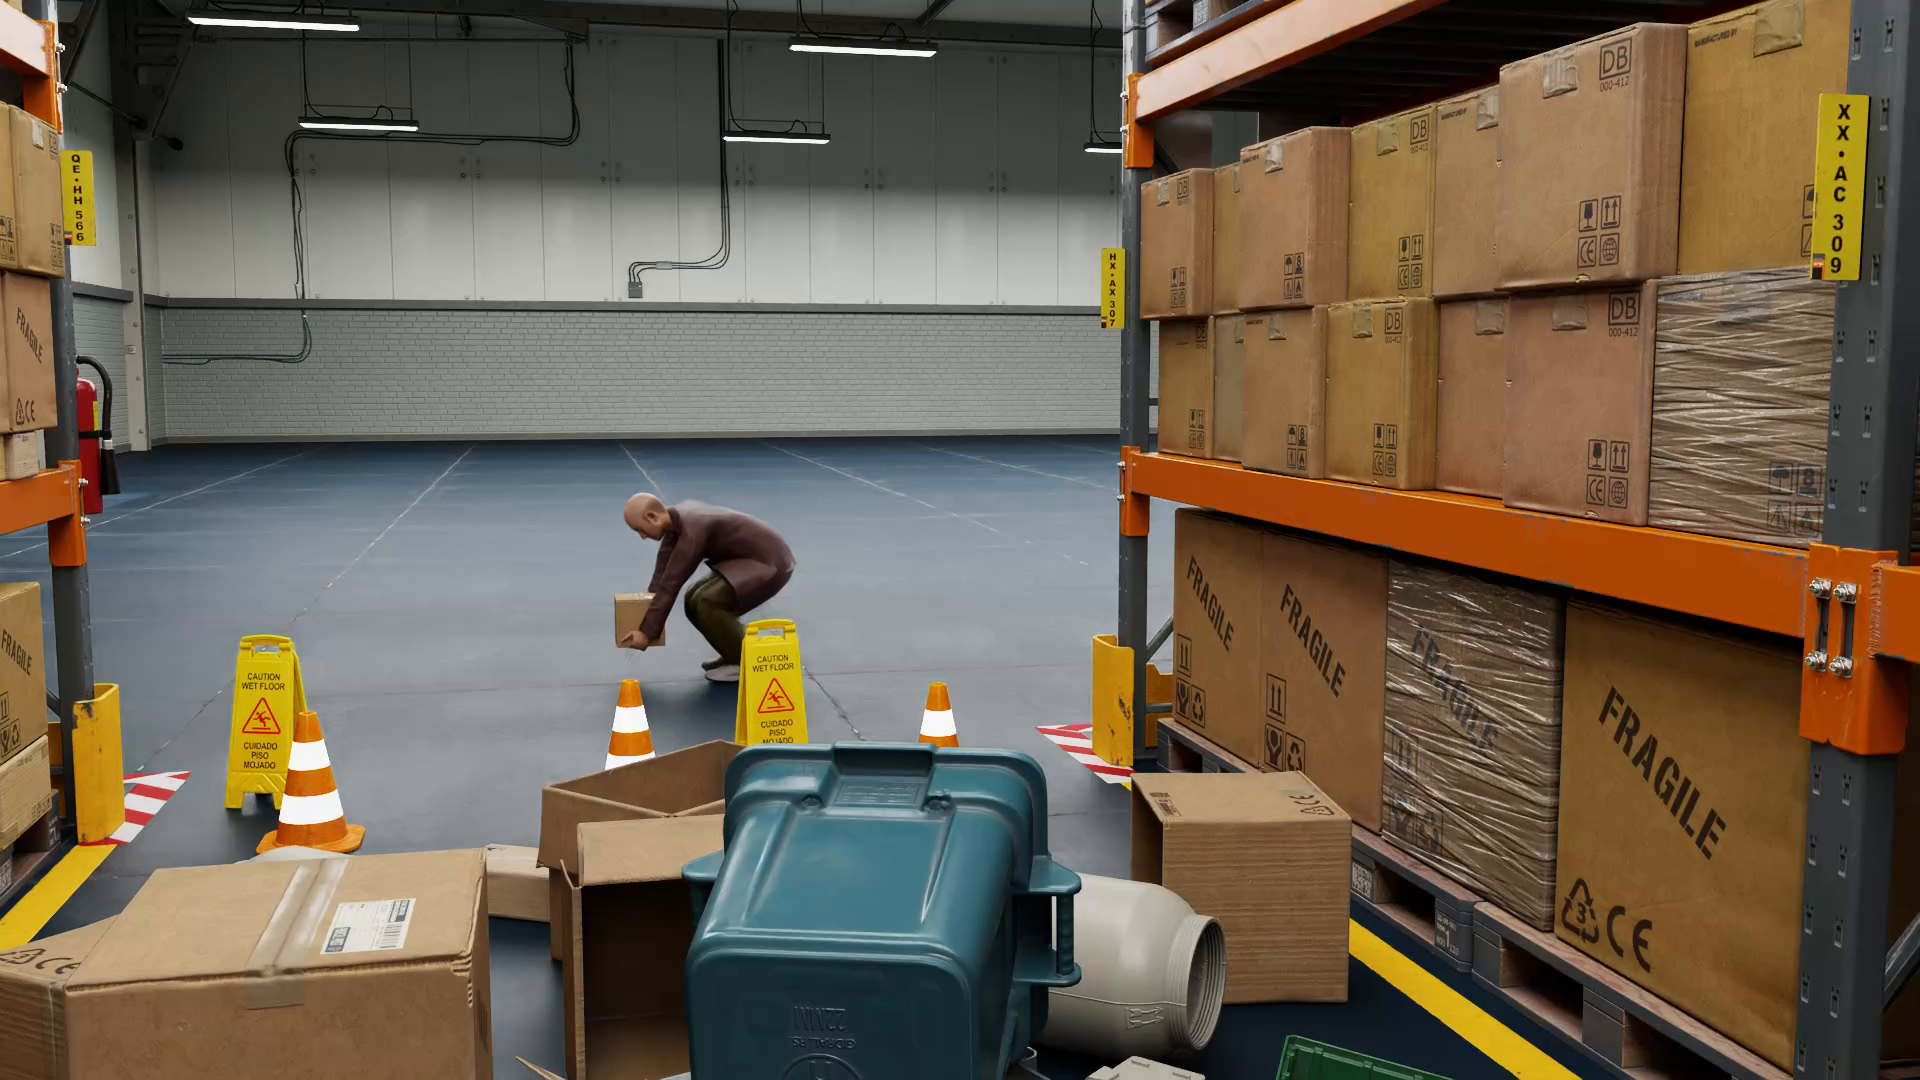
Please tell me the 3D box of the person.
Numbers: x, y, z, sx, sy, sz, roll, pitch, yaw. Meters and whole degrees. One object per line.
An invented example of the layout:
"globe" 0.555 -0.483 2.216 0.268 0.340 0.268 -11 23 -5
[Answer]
"person" -1.294 0.262 8.846 0.849 0.953 0.586 -2 6 -15
